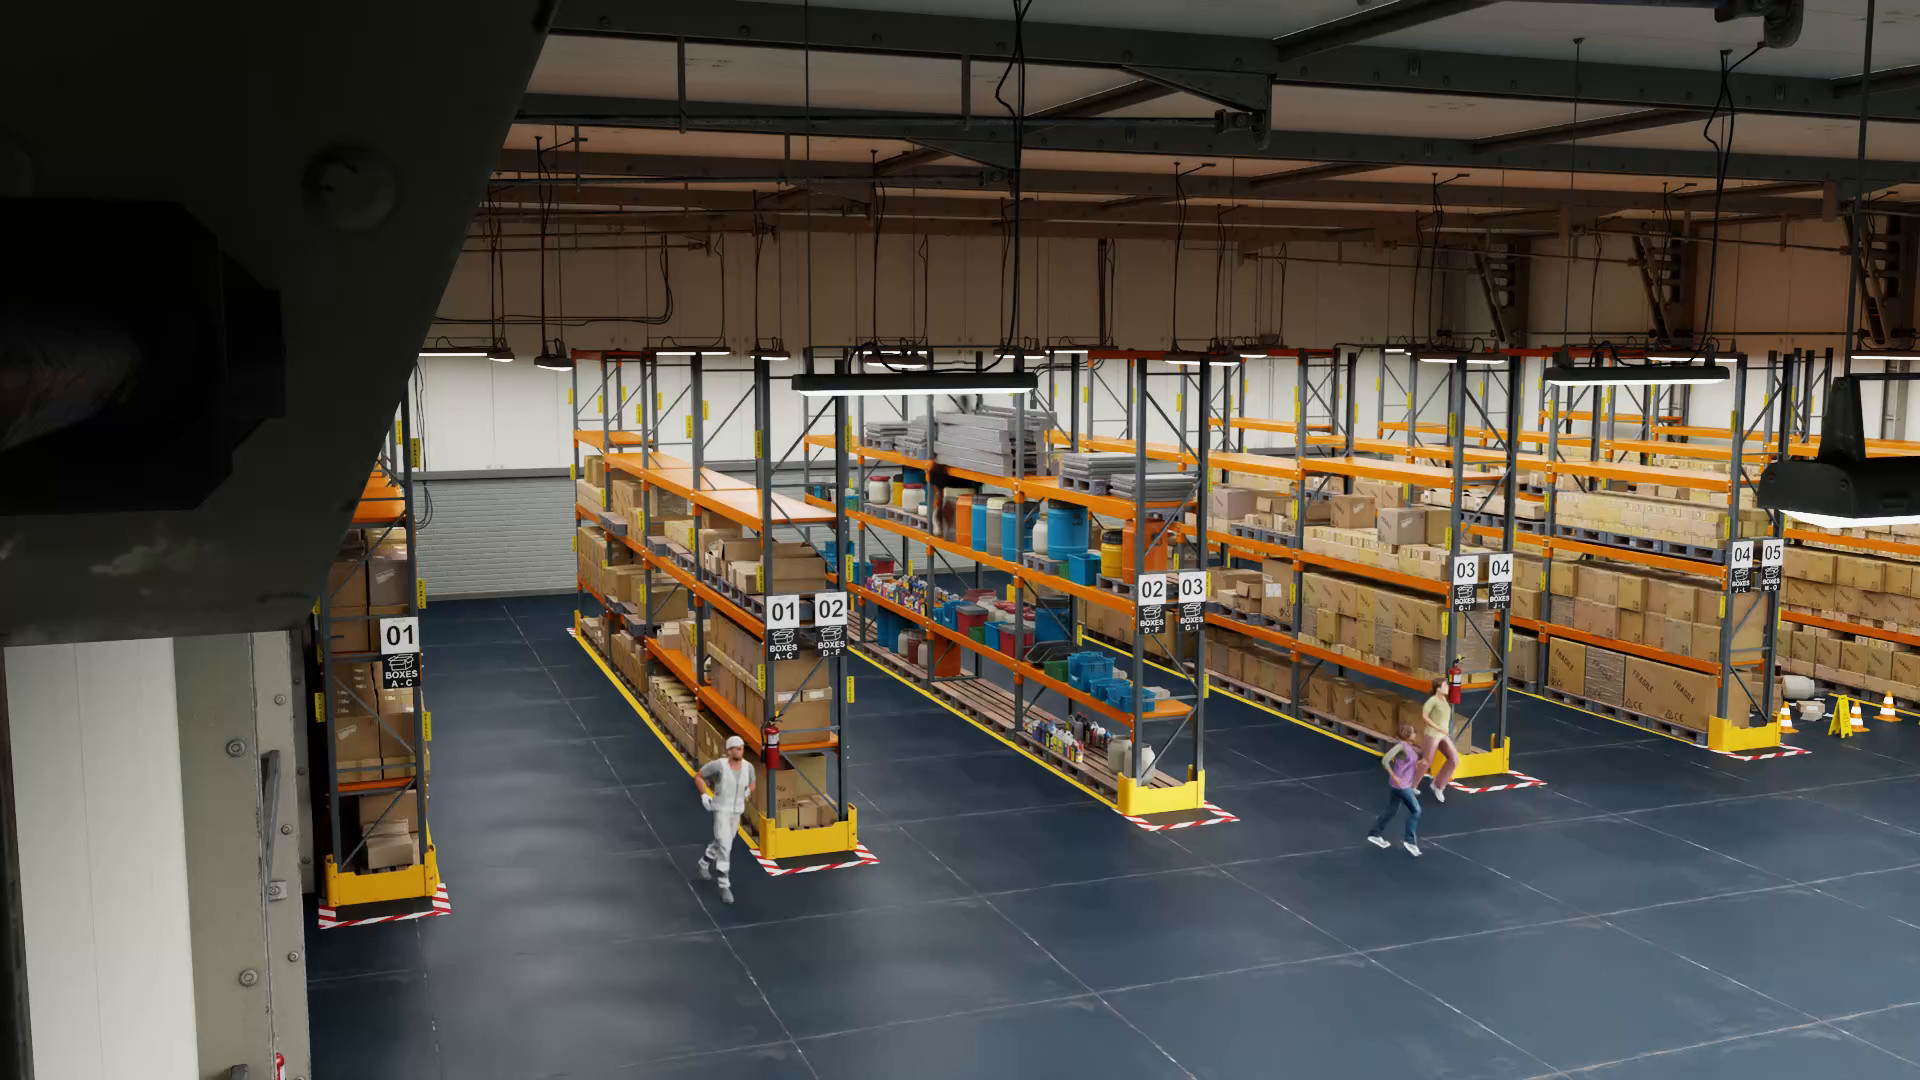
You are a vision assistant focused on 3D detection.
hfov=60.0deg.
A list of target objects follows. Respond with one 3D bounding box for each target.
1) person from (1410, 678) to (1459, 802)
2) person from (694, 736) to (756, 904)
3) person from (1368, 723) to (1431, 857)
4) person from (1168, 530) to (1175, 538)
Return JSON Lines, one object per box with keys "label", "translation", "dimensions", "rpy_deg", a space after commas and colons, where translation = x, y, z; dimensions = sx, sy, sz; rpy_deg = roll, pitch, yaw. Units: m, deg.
{"label": "person", "translation": [6.520, 2.702, 22.743], "dimensions": [0.635, 1.664, 0.673], "rpy_deg": [-6, 9, -39]}
{"label": "person", "translation": [-2.626, 3.104, 18.951], "dimensions": [0.687, 1.781, 0.923], "rpy_deg": [-6, 9, -40]}
{"label": "person", "translation": [5.365, 3.034, 20.296], "dimensions": [0.721, 1.650, 0.509], "rpy_deg": [2, 7, 15]}
{"label": "person", "translation": [4.887, 0.596, 39.119], "dimensions": [0.763, 1.731, 0.968], "rpy_deg": [0, 7, -1]}
